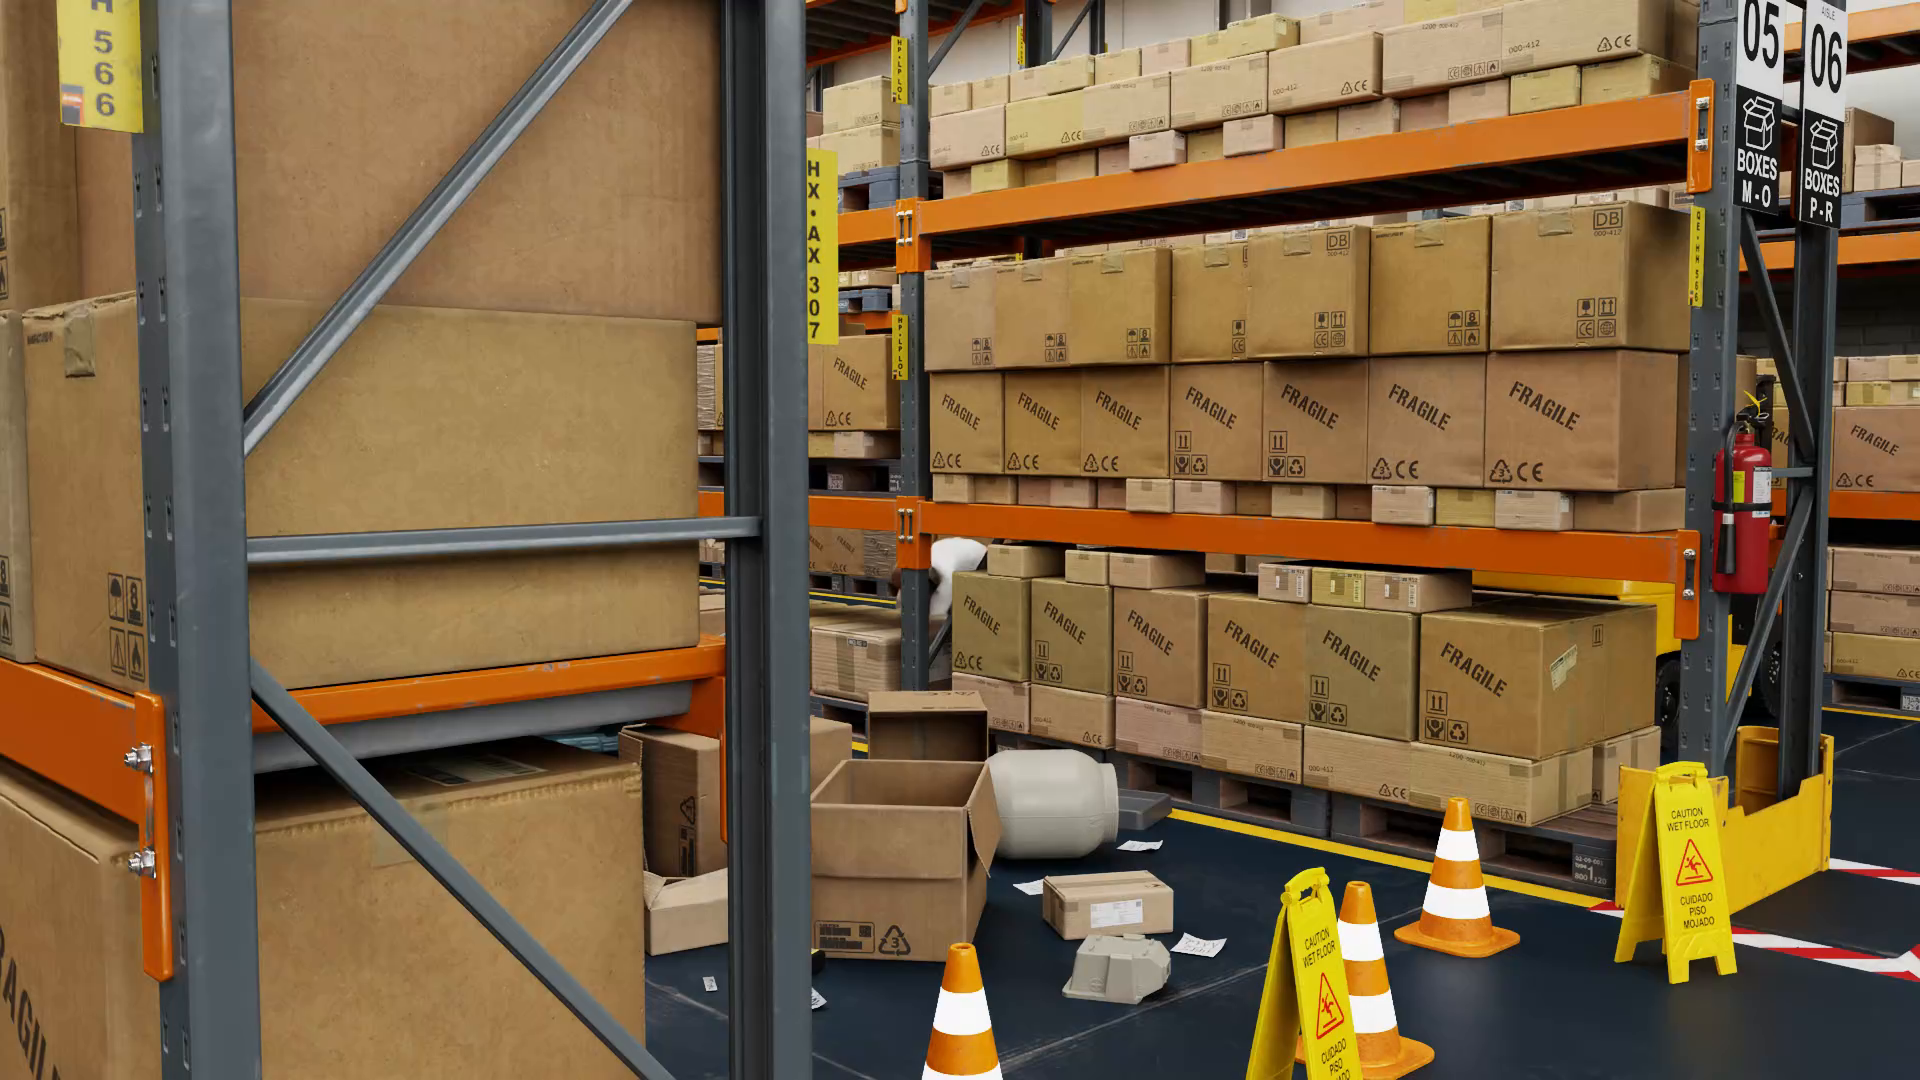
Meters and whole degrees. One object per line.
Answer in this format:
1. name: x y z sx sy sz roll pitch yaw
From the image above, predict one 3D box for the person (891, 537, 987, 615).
1. person: -0.126 0.449 11.749 0.590 0.911 0.952 4 5 44
